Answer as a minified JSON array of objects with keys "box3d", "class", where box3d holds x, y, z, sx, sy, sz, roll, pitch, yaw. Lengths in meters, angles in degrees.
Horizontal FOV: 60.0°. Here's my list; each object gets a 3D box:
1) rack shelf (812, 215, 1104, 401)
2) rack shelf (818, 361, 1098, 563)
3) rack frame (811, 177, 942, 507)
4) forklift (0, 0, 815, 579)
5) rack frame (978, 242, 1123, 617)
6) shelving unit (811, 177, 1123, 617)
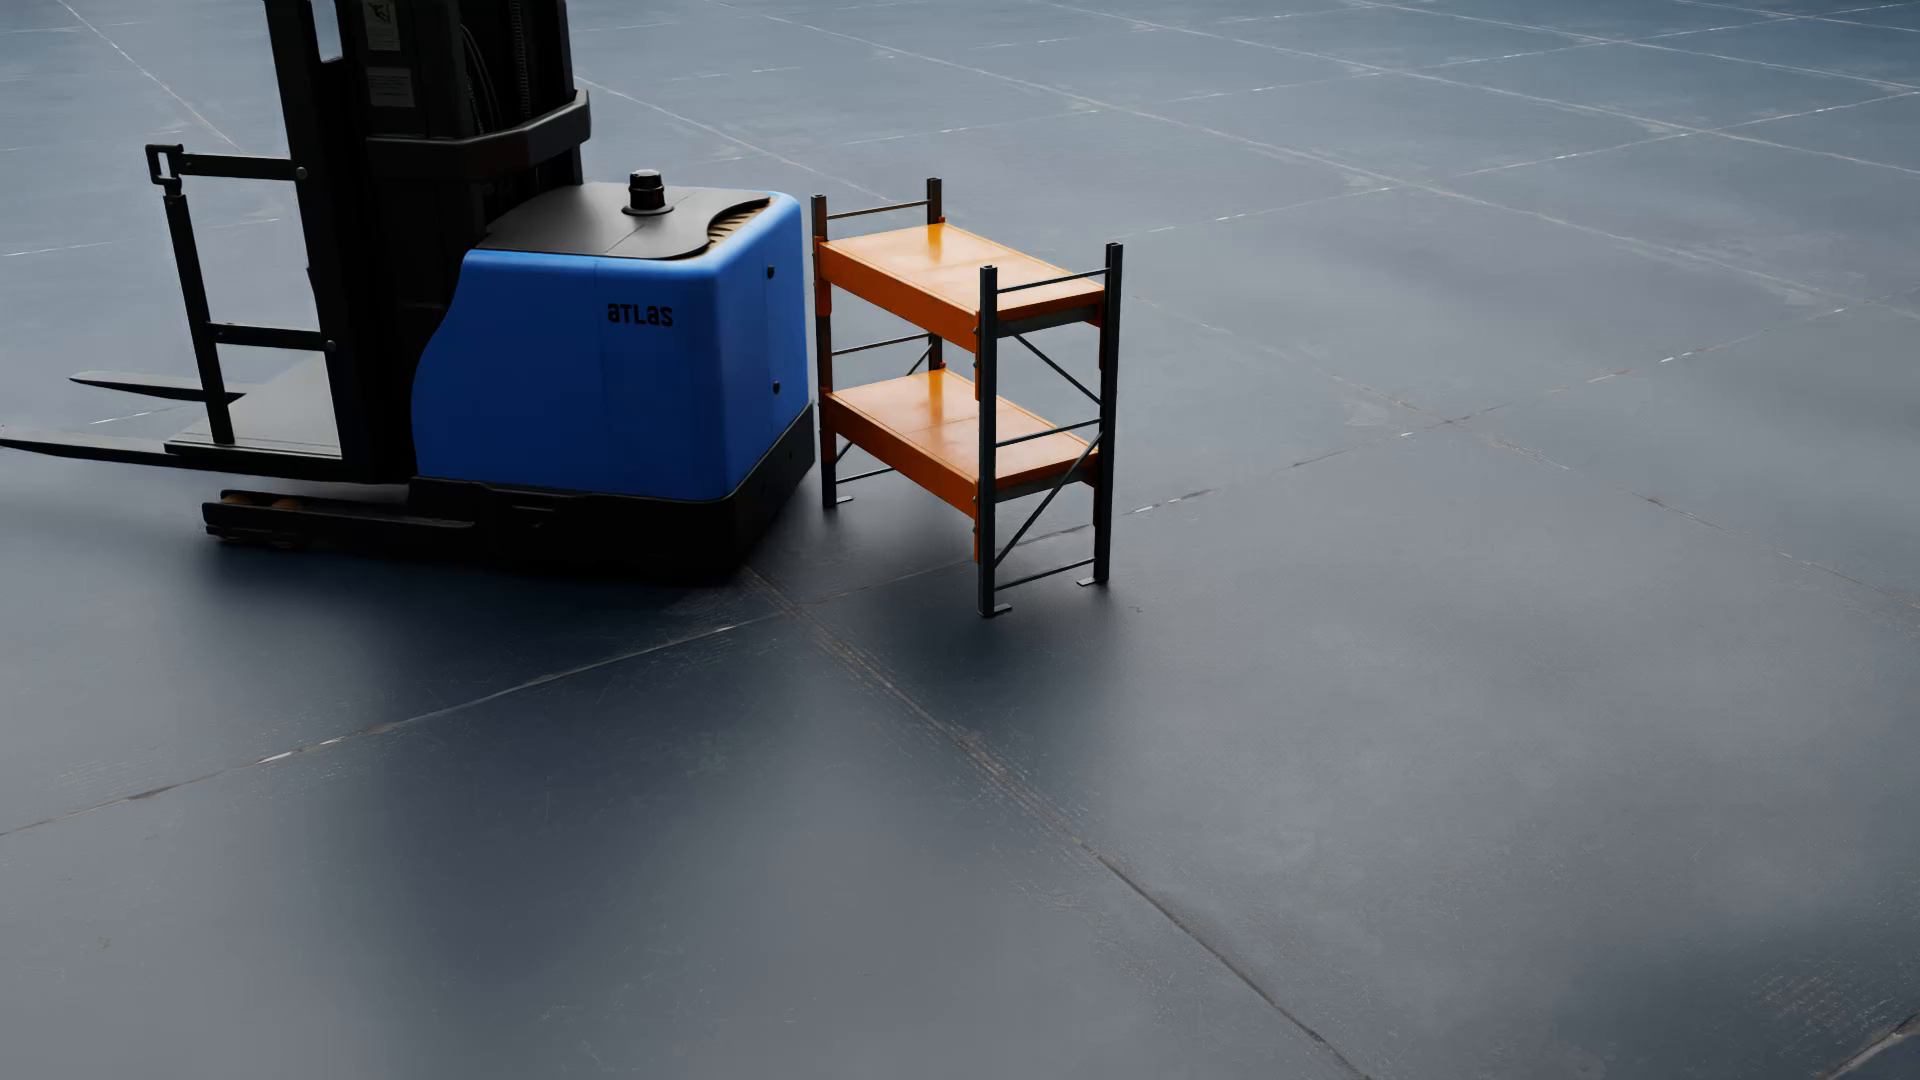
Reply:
[{"box3d":[-0.004,-0.776,5.390,0.538,0.278,1.000,-16,29,-30],"class":"rack shelf"},{"box3d":[-0.004,-0.290,5.619,0.538,0.278,1.000,-16,29,-30],"class":"rack shelf"},{"box3d":[-0.281,-0.693,5.900,0.500,1.125,0.032,-16,29,-30],"class":"rack frame"},{"box3d":[-2.112,-1.510,5.515,3.031,2.935,1.130,5,26,11],"class":"forklift"},{"box3d":[0.274,-0.329,5.130,0.500,1.125,0.032,-16,29,-30],"class":"rack frame"},{"box3d":[-0.004,-0.511,5.515,0.538,1.125,1.048,-16,29,-30],"class":"shelving unit"}]
